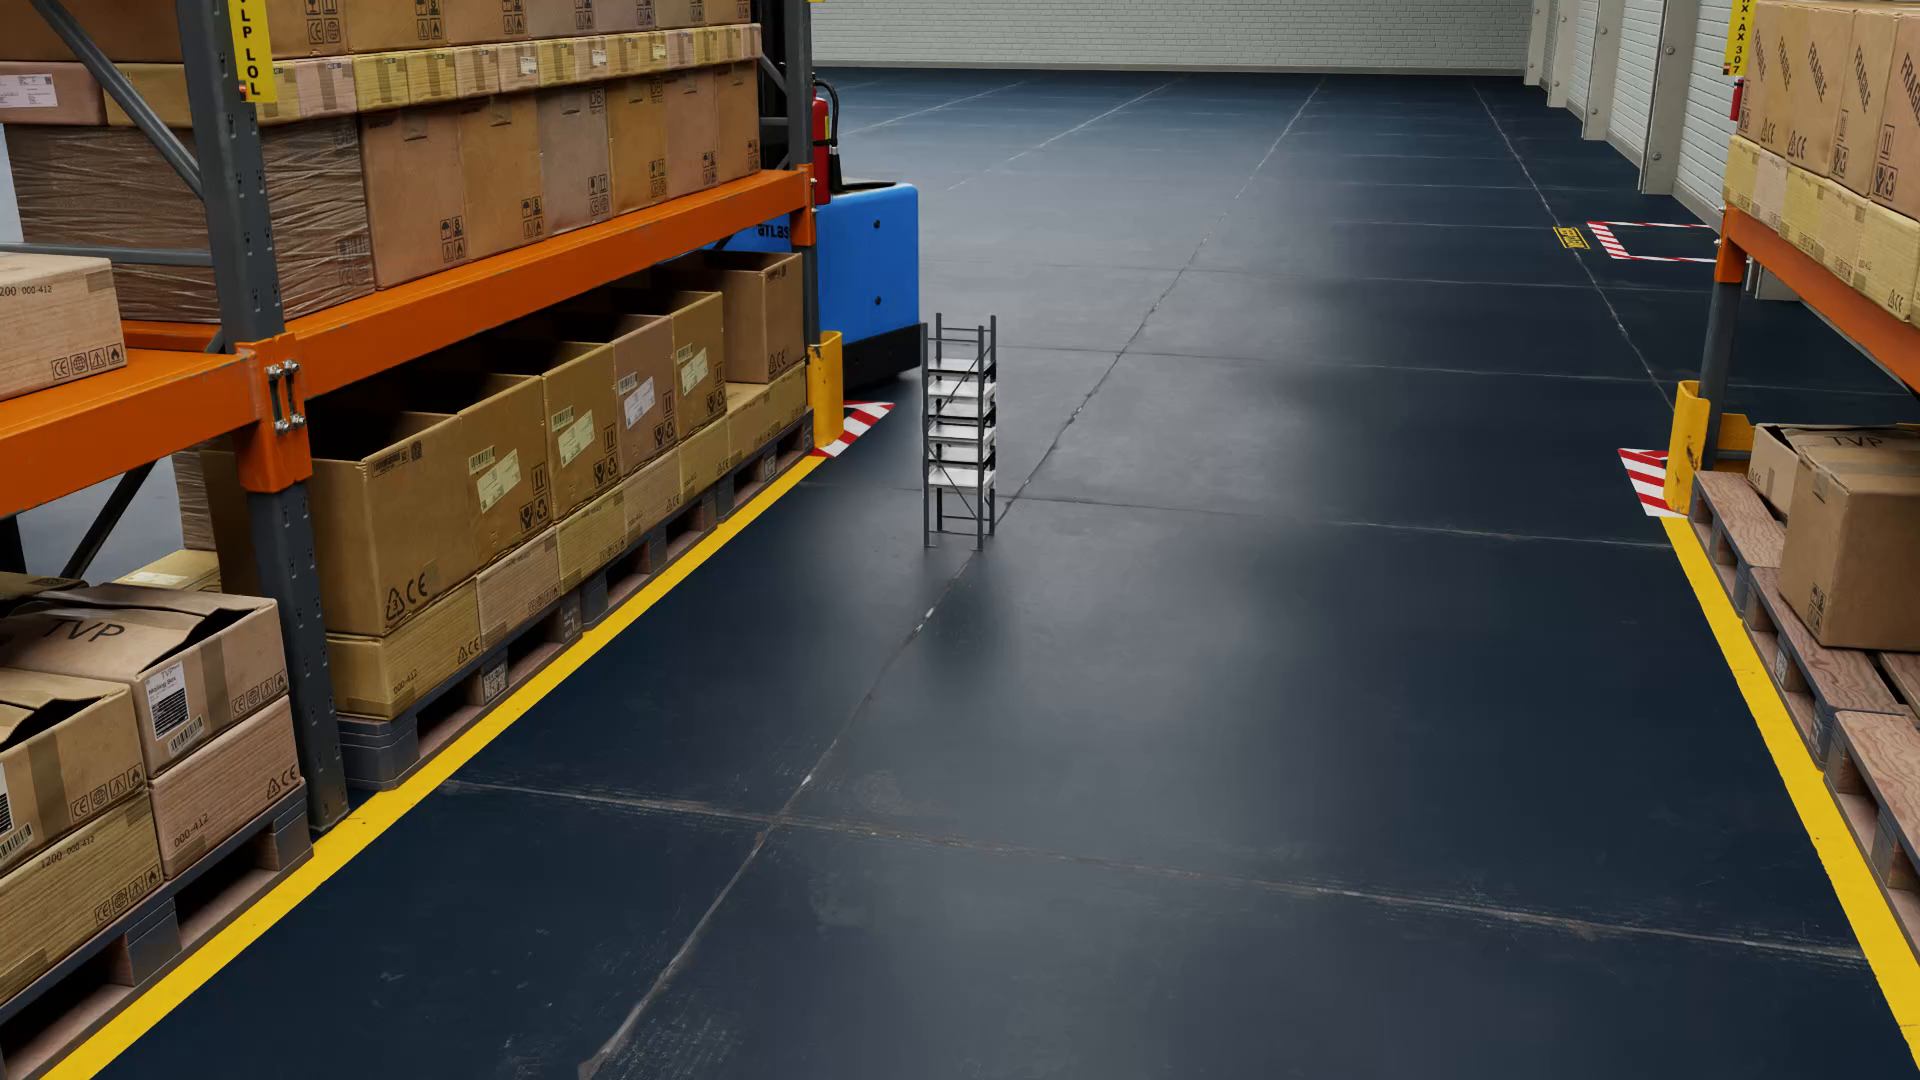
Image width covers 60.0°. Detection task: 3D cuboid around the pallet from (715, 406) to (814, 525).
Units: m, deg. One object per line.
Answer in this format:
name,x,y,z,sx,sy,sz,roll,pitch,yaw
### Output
pallet,-1.321,-0.387,7.495,1.003,0.211,1.213,5,19,13

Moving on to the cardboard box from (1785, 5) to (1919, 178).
cardboard box,2.958,-1.412,5.221,0.500,0.500,0.500,4,19,12

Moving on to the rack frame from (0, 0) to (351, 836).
rack frame,-2.152,-0.696,4.085,1.000,3.000,0.127,5,19,13

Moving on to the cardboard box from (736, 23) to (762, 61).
cardboard box,-1.084,-2.169,7.240,0.380,0.149,0.250,4,19,12

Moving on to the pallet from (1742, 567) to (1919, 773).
pallet,3.078,0.417,5.141,1.003,0.211,1.213,5,19,13

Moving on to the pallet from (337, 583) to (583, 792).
pallet,-1.917,0.377,5.256,1.003,0.211,1.213,5,19,13

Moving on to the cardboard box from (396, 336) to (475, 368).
cardboard box,-1.999,-0.424,5.732,0.500,0.500,0.500,5,19,13

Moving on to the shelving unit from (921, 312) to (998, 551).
shelving unit,-0.002,-0.423,6.535,0.258,0.900,0.210,5,19,13

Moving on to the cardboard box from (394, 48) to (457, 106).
cardboard box,-1.714,-1.361,4.874,0.380,0.149,0.250,4,19,13

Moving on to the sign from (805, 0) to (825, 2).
sign,-0.652,-2.563,7.392,0.100,0.325,0.005,5,19,13

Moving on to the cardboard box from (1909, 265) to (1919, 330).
cardboard box,2.604,-0.573,3.924,0.500,0.250,0.500,5,19,14

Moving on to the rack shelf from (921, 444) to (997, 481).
rack shelf,-0.002,-0.307,6.575,0.258,0.077,0.200,5,19,13

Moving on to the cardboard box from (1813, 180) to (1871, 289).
cardboard box,2.833,-0.889,4.851,0.500,0.250,0.500,5,19,14

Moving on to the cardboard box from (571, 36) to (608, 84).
cardboard box,-1.461,-1.683,5.816,0.380,0.149,0.250,4,19,13

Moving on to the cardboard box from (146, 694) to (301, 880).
cardboard box,-1.973,0.559,4.014,0.500,0.250,0.500,4,19,13

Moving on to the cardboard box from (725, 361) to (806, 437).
cardboard box,-1.020,-0.656,7.572,0.500,0.250,0.500,5,19,13

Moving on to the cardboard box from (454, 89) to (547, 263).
cardboard box,-1.801,-1.206,5.423,0.700,0.500,0.500,5,19,14

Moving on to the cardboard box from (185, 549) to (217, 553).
cardboard box,-2.119,0.088,5.394,0.500,0.250,0.500,5,19,13

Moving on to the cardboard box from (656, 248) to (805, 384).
cardboard box,-1.018,-1.011,7.450,0.500,0.500,0.500,5,19,13

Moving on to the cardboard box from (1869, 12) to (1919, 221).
cardboard box,2.718,-1.086,4.267,0.500,0.500,0.500,4,19,12

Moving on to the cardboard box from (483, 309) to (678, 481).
cardboard box,-1.371,-0.540,6.071,0.500,0.500,0.500,5,19,13

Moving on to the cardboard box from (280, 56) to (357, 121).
cardboard box,-1.838,-1.198,4.396,0.380,0.149,0.250,5,19,14

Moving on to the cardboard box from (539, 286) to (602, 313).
cardboard box,-1.752,-0.737,6.649,0.500,0.500,0.500,5,19,13

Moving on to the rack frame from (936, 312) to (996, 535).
rack frame,0.023,-0.455,6.628,0.240,0.900,0.006,5,19,13

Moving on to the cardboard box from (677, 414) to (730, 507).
cardboard box,-1.251,-0.341,6.651,0.500,0.250,0.500,5,19,13

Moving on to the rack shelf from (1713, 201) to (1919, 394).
rack shelf,3.141,-0.593,4.895,1.077,0.370,4.000,5,19,13

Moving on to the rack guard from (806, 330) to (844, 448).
rack guard,-1.169,-0.775,8.182,1.175,0.500,0.348,5,19,13

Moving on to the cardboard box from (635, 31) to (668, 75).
cardboard box,-1.336,-1.846,6.293,0.380,0.149,0.250,5,20,15

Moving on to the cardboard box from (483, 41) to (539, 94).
cardboard box,-1.588,-1.524,5.349,0.380,0.149,0.250,4,19,12

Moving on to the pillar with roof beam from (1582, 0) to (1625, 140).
pillar with roof beam,4.520,-10.093,22.315,9.100,9.000,0.400,5,19,13

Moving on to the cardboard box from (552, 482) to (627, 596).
cardboard box,-1.491,-0.028,5.732,0.500,0.250,0.500,5,19,13

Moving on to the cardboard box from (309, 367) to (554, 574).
cardboard box,-1.621,-0.227,5.154,0.500,0.500,0.500,5,19,13

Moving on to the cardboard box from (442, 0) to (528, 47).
cardboard box,-1.805,-1.812,5.191,0.700,0.500,0.500,5,19,13

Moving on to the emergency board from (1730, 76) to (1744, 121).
emergency board,6.404,-3.924,13.536,0.194,1.169,0.643,5,19,13

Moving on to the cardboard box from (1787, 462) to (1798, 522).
cardboard box,3.234,-0.107,5.840,0.500,0.311,0.500,6,20,18

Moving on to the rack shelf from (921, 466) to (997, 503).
rack shelf,-0.002,-0.221,6.604,0.258,0.077,0.200,5,19,13

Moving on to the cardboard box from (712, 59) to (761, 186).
cardboard box,-1.302,-1.852,7.314,0.700,0.500,0.500,5,19,13

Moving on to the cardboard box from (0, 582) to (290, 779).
cardboard box,-1.973,0.290,3.933,0.500,0.311,0.500,5,19,13

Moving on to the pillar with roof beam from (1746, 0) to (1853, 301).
pillar with roof beam,1.589,-6.332,11.303,9.100,9.000,0.400,5,19,13

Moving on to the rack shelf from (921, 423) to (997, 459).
rack shelf,-0.002,-0.392,6.545,0.258,0.077,0.200,5,19,13

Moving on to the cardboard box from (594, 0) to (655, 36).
cardboard box,-1.560,-2.126,6.109,0.700,0.500,0.500,5,19,14

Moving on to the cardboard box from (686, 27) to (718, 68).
cardboard box,-1.209,-2.007,6.765,0.380,0.149,0.250,4,19,13

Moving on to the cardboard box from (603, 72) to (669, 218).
cardboard box,-1.552,-1.532,6.377,0.700,0.500,0.500,5,19,14

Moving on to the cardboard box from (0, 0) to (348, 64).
cardboard box,-2.050,-1.497,4.268,0.700,0.500,0.500,5,19,14

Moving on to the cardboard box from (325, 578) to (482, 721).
cardboard box,-1.745,0.285,4.817,0.500,0.250,0.500,5,19,13

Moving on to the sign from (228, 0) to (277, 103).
sign,-1.624,-1.167,3.794,0.100,0.325,0.005,5,19,13

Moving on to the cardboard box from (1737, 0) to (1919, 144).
cardboard box,3.221,-1.727,6.145,0.500,0.500,0.500,5,19,13

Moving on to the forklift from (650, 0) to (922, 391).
forklift,-1.721,-2.450,9.325,3.031,2.935,1.130,12,22,32

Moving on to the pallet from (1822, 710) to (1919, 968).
pallet,2.782,0.800,4.018,1.003,0.211,1.213,5,19,13

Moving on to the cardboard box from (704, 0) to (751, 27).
cardboard box,-1.314,-2.449,7.056,0.700,0.500,0.500,5,19,14

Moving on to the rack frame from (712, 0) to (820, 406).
rack frame,-1.175,-1.950,7.756,1.000,3.000,0.127,5,19,13

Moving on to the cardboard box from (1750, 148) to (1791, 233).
cardboard box,3.089,-1.207,5.781,0.500,0.250,0.500,4,19,12

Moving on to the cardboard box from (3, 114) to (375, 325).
cardboard box,-2.050,-0.883,4.478,0.700,0.500,0.500,4,19,12
